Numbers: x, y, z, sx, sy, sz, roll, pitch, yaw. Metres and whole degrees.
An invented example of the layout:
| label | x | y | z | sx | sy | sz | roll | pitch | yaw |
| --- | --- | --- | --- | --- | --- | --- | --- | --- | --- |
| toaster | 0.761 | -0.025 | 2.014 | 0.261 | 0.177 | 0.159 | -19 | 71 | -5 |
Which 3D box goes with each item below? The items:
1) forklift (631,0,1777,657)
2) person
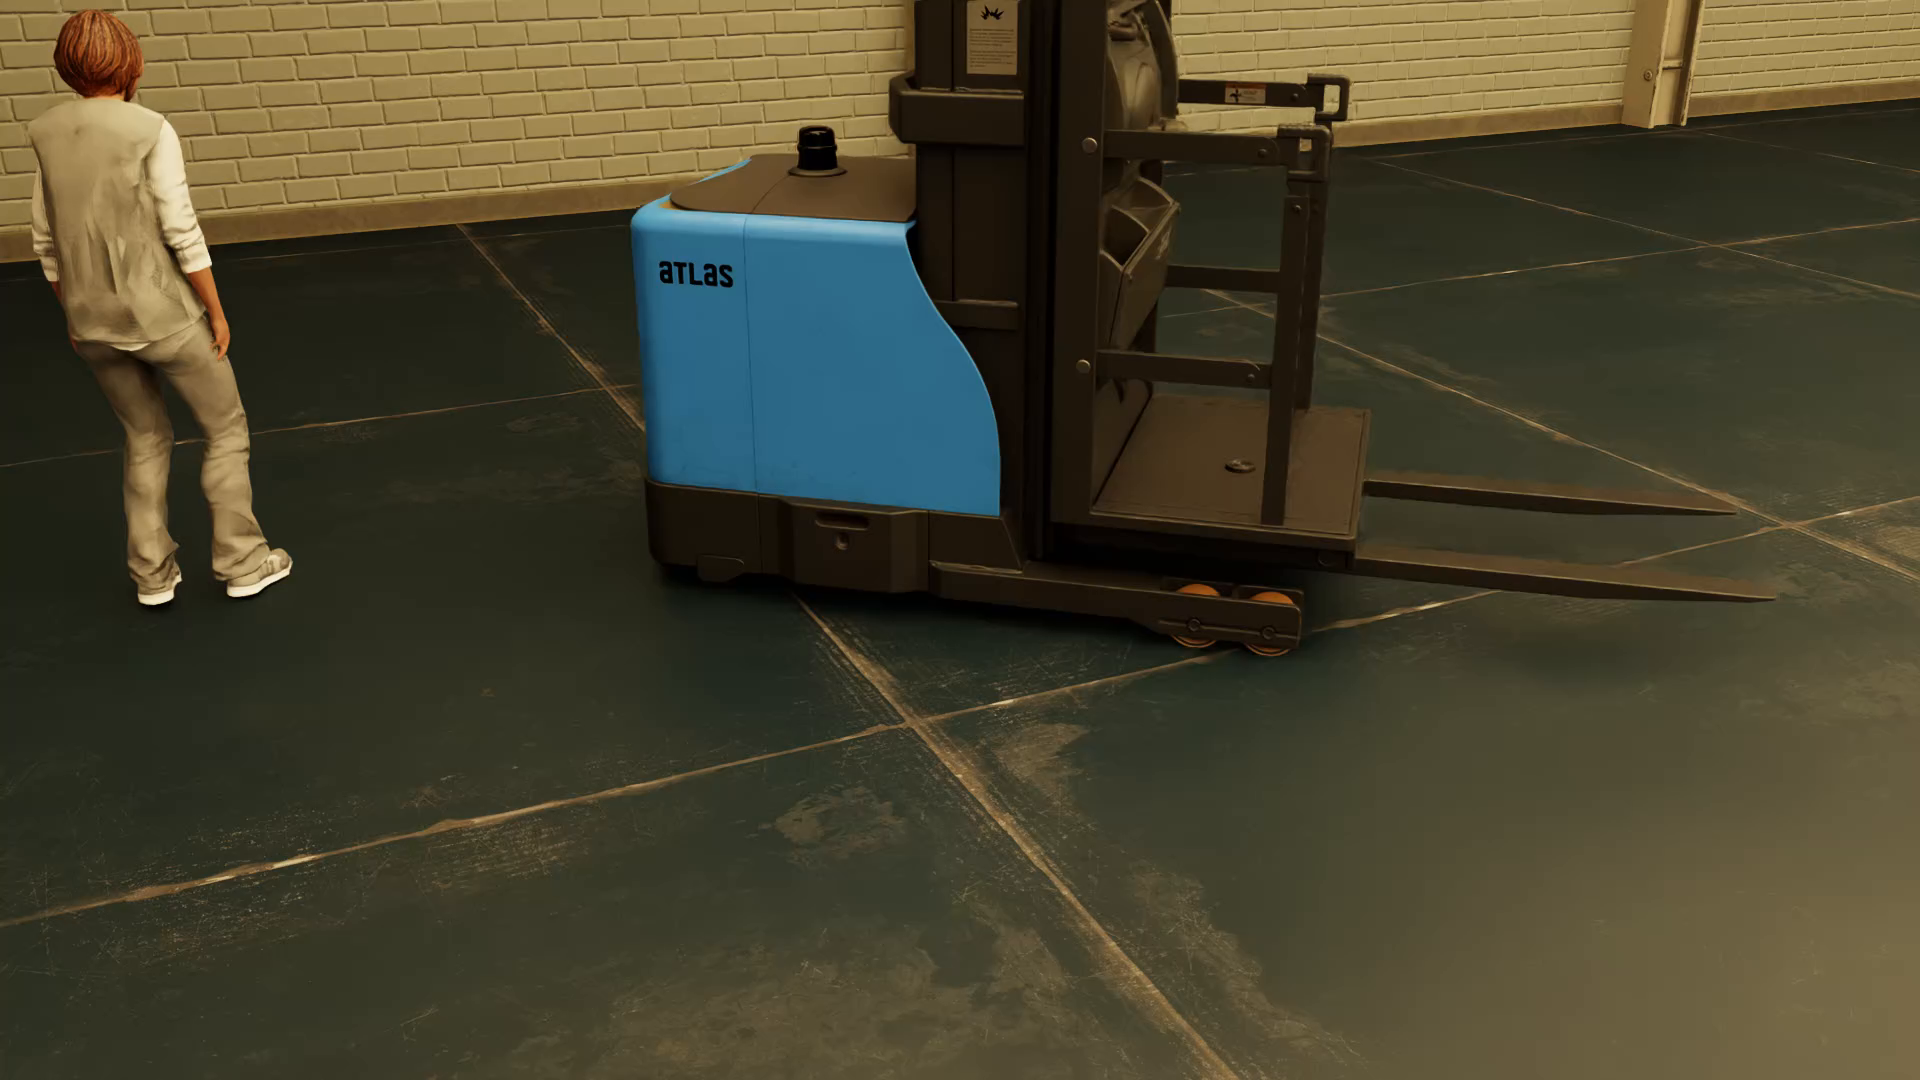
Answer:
| label | x | y | z | sx | sy | sz | roll | pitch | yaw |
| --- | --- | --- | --- | --- | --- | --- | --- | --- | --- |
| forklift | 0.673 | -1.273 | 4.350 | 3.031 | 2.935 | 1.130 | 6 | 23 | 14 |
| person | -2.183 | -0.592 | 4.470 | 0.473 | 1.585 | 0.388 | 3 | 23 | 7 |
